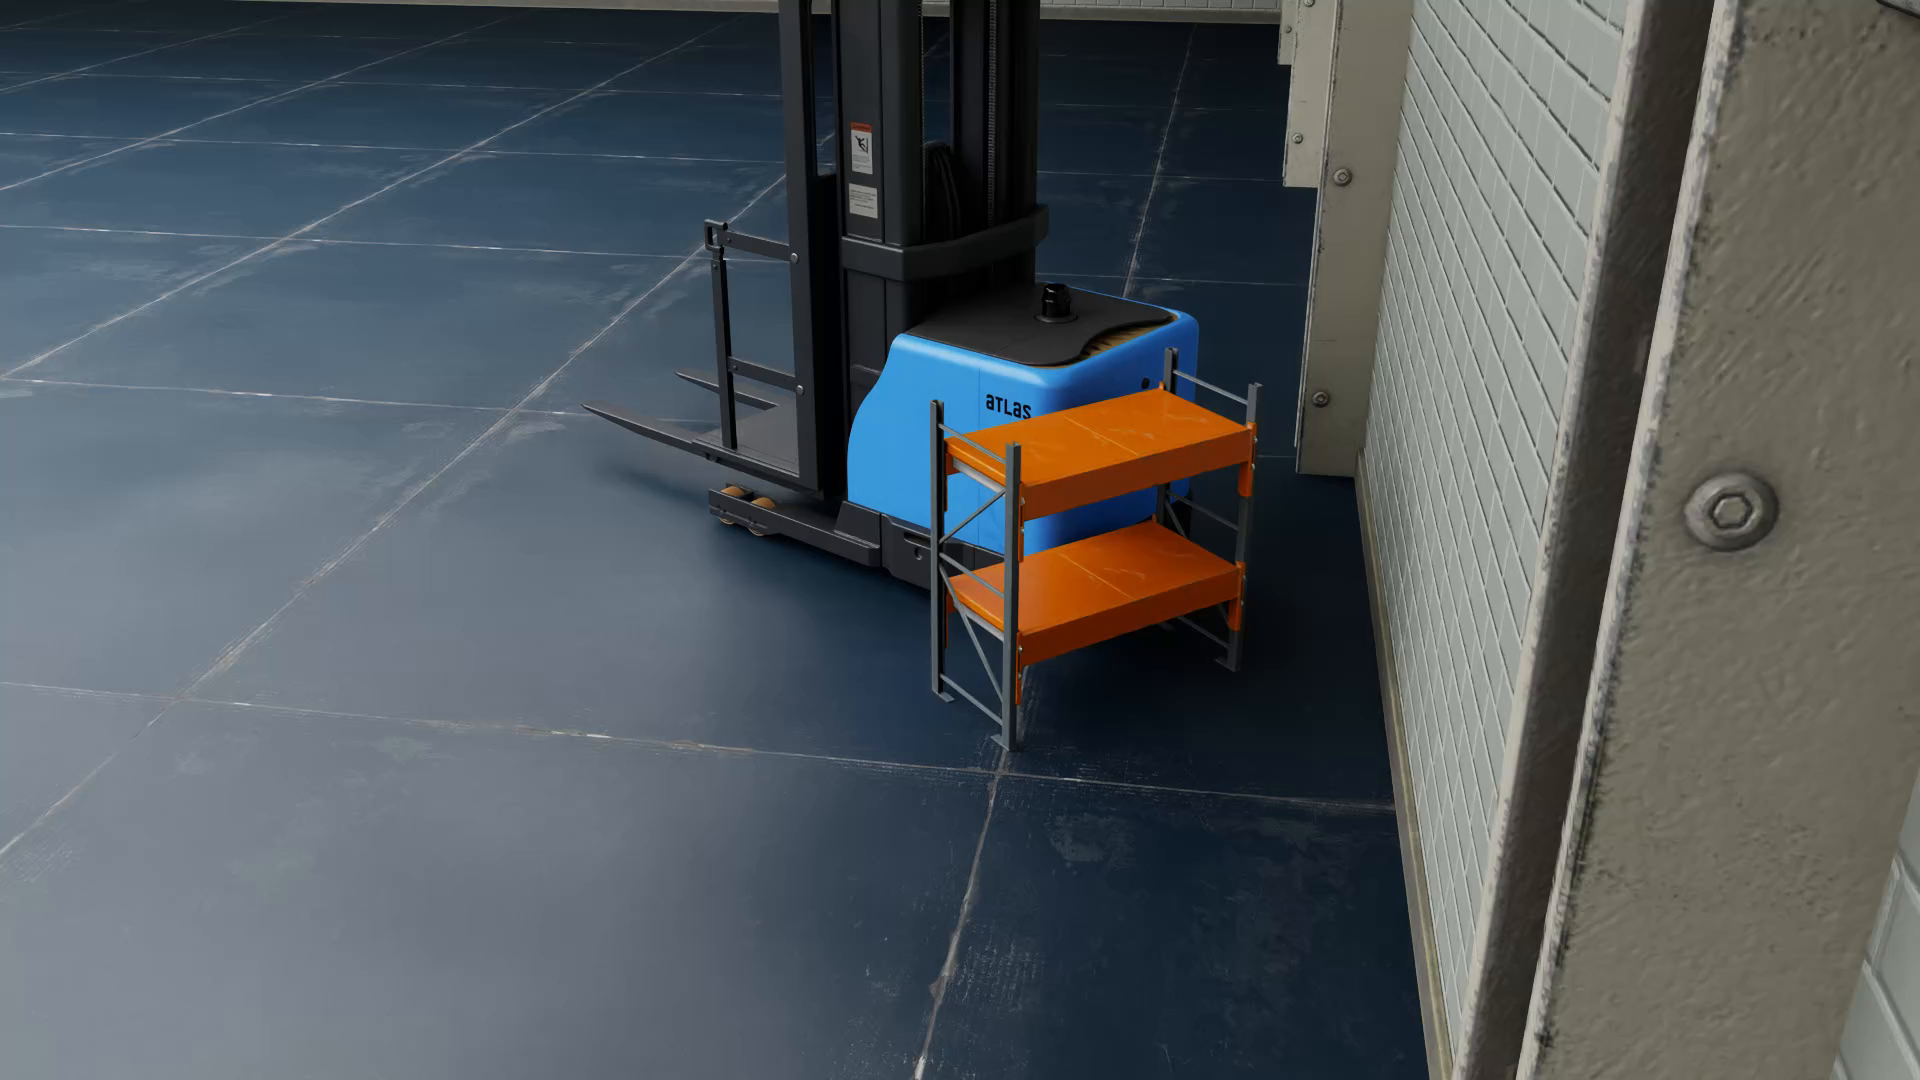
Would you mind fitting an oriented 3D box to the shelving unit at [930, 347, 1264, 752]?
[{"bbox_3d":[0.473,0.008,5.905,1.048,1.125,0.538,-15,29,-29],"label":"shelving unit"}]

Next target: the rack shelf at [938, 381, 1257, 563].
[{"bbox_3d":[0.473,-0.257,5.781,1.000,0.278,0.538,-15,29,-29],"label":"rack shelf"}]

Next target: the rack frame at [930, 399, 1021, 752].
[{"bbox_3d":[0.045,0.125,5.656,0.032,1.125,0.500,-15,29,-29],"label":"rack frame"}]

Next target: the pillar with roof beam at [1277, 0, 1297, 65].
[{"bbox_3d":[-0.499,-9.783,17.536,9.100,9.000,0.400,4,25,9],"label":"pillar with roof beam"}]

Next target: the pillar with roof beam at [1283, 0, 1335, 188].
[{"bbox_3d":[-1.479,-7.274,12.175,9.100,9.000,0.400,4,25,9],"label":"pillar with roof beam"}]

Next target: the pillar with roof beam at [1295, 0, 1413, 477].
[{"bbox_3d":[-2.460,-4.764,6.814,9.100,9.000,0.400,4,25,9],"label":"pillar with roof beam"}]

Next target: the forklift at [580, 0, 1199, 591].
[{"bbox_3d":[-0.486,-1.497,6.992,3.031,2.935,1.130,19,31,35],"label":"forklift"}]

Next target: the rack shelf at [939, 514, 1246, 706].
[{"bbox_3d":[0.473,0.230,6.009,1.000,0.278,0.538,-15,29,-29],"label":"rack shelf"}]

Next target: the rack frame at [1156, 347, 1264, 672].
[{"bbox_3d":[0.900,-0.109,6.155,0.032,1.125,0.500,-15,29,-29],"label":"rack frame"}]
